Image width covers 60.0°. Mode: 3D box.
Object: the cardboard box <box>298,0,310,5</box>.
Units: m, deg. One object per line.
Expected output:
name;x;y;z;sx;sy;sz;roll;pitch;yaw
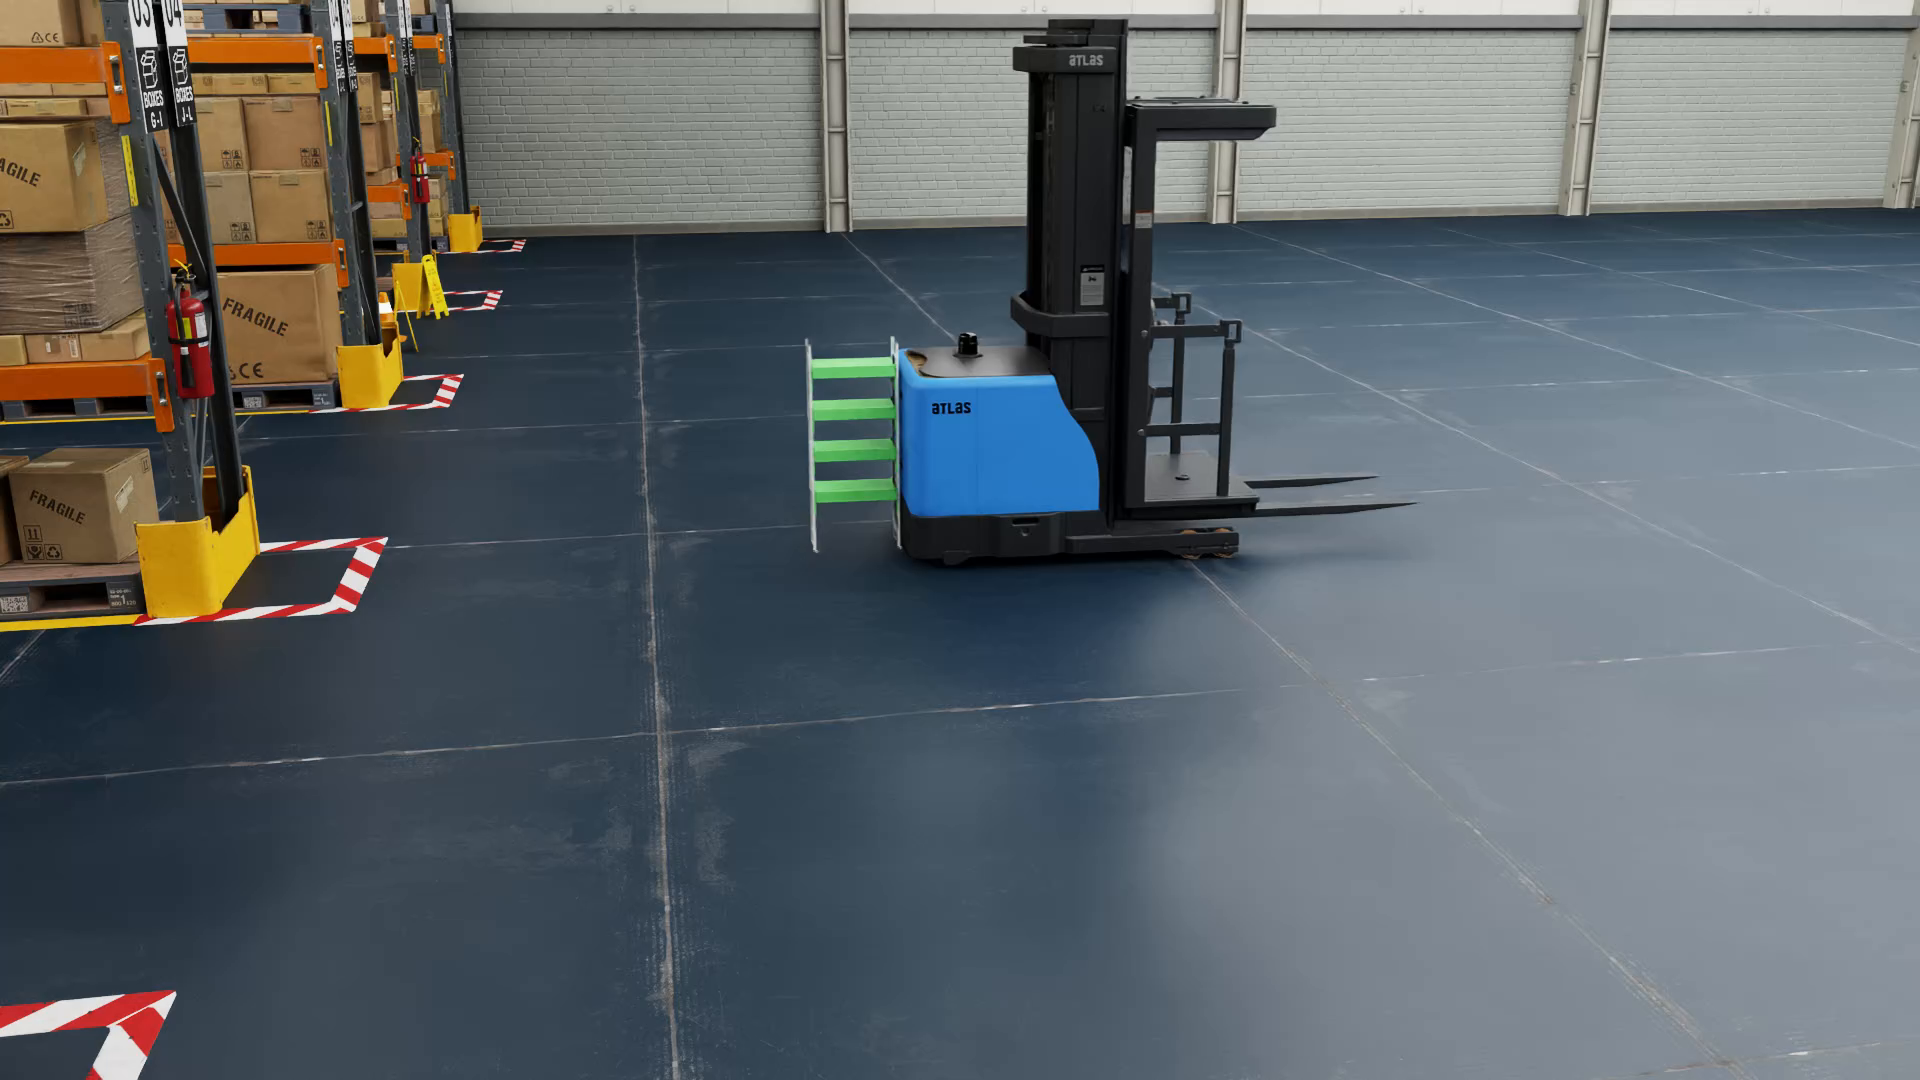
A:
cardboard box;-5.269;-4.282;13.077;0.250;0.149;0.380;-3;17;-10

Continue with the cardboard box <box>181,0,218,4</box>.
cardboard box;-5.634;-4.064;12.368;0.250;0.149;0.380;-3;17;-10

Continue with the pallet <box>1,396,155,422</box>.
pallet;-6.837;-1.179;13.291;1.213;0.211;1.003;-3;17;-10

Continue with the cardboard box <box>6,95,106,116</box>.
cardboard box;-6.837;-3.108;12.728;0.500;0.550;0.875;-3;17;-10

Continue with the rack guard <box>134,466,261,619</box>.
rack guard;-4.105;-0.012;8.998;0.348;0.500;1.175;-3;17;-10

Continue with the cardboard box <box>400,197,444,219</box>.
cardboard box;-7.274;-4.506;22.491;0.500;0.250;0.500;-3;17;-11

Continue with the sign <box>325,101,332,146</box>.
sign;-4.783;-3.156;12.602;0.005;0.325;0.100;-3;17;-10

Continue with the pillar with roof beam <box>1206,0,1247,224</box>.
pillar with roof beam;4.889;-8.014;20.578;0.400;9.000;9.100;-3;17;-10

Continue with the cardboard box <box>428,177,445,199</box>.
cardboard box;-7.248;-4.747;22.423;0.500;0.250;0.500;-3;17;-9

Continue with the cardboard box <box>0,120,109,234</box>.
cardboard box;-4.523;-1.777;8.108;0.500;0.500;0.500;-3;17;-10

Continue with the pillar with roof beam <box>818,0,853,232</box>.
pillar with roof beam;-1.002;-7.680;19.490;0.400;9.000;9.100;-3;17;-10

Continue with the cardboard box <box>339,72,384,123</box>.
cardboard box;-6.370;-4.644;17.443;0.500;0.500;0.700;-4;17;-12

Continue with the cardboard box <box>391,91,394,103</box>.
cardboard box;-7.403;-5.895;22.114;0.250;0.149;0.380;-3;17;-10

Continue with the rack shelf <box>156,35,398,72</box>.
rack shelf;-7.874;-5.046;17.248;4.000;0.370;1.077;-3;17;-10

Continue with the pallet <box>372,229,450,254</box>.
pallet;-7.598;-4.111;22.835;1.213;0.211;1.003;-3;17;-10

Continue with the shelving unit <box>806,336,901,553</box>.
shelving unit;-0.611;-0.546;9.545;0.503;1.200;0.258;-3;17;-8

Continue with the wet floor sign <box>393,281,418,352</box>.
wet floor sign;-5.219;-2.093;15.527;0.232;0.644;0.267;-6;18;-20

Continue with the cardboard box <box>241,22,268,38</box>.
cardboard box;-7.210;-5.230;17.050;0.250;0.149;0.380;-3;17;-11

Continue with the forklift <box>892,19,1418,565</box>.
forklift;1.148;-1.440;9.509;3.031;2.935;1.130;-3;17;-8

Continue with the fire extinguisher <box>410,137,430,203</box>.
fire extinguisher;-5.710;-3.904;17.545;0.183;0.674;0.296;-3;17;-10

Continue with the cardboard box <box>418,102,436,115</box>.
cardboard box;-7.143;-5.756;22.168;0.250;0.149;0.380;-3;17;-10

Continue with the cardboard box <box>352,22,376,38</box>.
cardboard box;-6.207;-5.281;17.215;0.250;0.149;0.380;-3;17;-10

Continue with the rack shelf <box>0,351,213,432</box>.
rack shelf;-5.994;-0.755;8.388;4.000;0.370;1.077;-3;17;-10

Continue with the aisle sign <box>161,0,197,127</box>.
aisle sign;-4.026;-2.543;8.556;0.004;0.787;0.394;-3;17;-10

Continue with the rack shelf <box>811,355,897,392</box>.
rack shelf;-0.611;-0.944;9.423;0.480;0.148;0.258;-3;17;-8

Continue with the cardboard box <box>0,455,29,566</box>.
cardboard box;-5.227;-0.143;8.712;0.500;0.500;0.500;1;17;4

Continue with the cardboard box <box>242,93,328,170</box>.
cardboard box;-5.244;-3.225;13.107;0.550;0.550;0.875;-3;17;-10

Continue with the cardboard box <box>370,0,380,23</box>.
cardboard box;-6.454;-5.621;17.643;0.500;0.250;0.500;-4;17;-11

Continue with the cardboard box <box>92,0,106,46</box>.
cardboard box;-4.552;-2.621;8.381;0.500;0.250;0.500;-3;17;-9

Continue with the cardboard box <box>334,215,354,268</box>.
cardboard box;-6.647;-3.193;17.788;0.500;0.500;0.500;-3;17;-10

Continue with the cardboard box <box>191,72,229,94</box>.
cardboard box;-7.866;-4.572;17.209;0.500;0.500;0.700;-3;17;-11

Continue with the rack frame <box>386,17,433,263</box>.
rack frame;-5.910;-4.067;17.946;0.127;3.000;1.000;-3;17;-10

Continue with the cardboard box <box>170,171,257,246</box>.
cardboard box;-5.763;-2.647;13.066;0.550;0.550;0.875;-3;17;-10

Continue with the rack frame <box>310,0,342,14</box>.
rack frame;-4.872;-5.514;12.437;0.127;3.000;1.000;-3;17;-10

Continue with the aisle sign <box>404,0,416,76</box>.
aisle sign;-5.908;-5.403;17.866;0.004;0.787;0.394;-3;17;-10

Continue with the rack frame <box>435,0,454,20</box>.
rack frame;-6.855;-8.366;21.723;0.127;3.000;1.000;-3;17;-10

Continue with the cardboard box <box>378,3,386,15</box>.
cardboard box;-7.611;-6.927;21.689;0.250;0.149;0.380;-4;17;-12

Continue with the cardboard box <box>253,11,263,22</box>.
cardboard box;-7.364;-5.408;16.949;0.500;0.250;0.500;-3;17;-9

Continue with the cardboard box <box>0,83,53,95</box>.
cardboard box;-9.364;-4.475;16.892;0.500;0.500;0.700;-3;17;-11

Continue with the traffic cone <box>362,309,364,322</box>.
traffic cone;-6.088;-2.459;17.030;0.334;0.463;0.336;-3;17;-10

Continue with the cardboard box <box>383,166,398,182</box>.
cardboard box;-6.283;-3.988;18.115;0.250;0.149;0.380;-3;17;-10

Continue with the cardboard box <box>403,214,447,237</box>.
cardboard box;-7.257;-4.267;22.564;0.500;0.250;0.500;-3;17;-10

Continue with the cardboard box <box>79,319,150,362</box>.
cardboard box;-4.271;-1.015;8.436;0.250;0.149;0.380;-3;17;-10

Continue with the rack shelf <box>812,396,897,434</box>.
rack shelf;-0.611;-0.714;9.494;0.480;0.148;0.258;-3;17;-8

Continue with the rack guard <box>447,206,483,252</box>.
rack guard;-6.832;-4.305;22.975;0.348;0.500;1.175;-3;17;-10

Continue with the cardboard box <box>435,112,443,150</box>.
cardboard box;-7.395;-5.598;22.760;0.500;0.500;0.500;-3;17;-9
